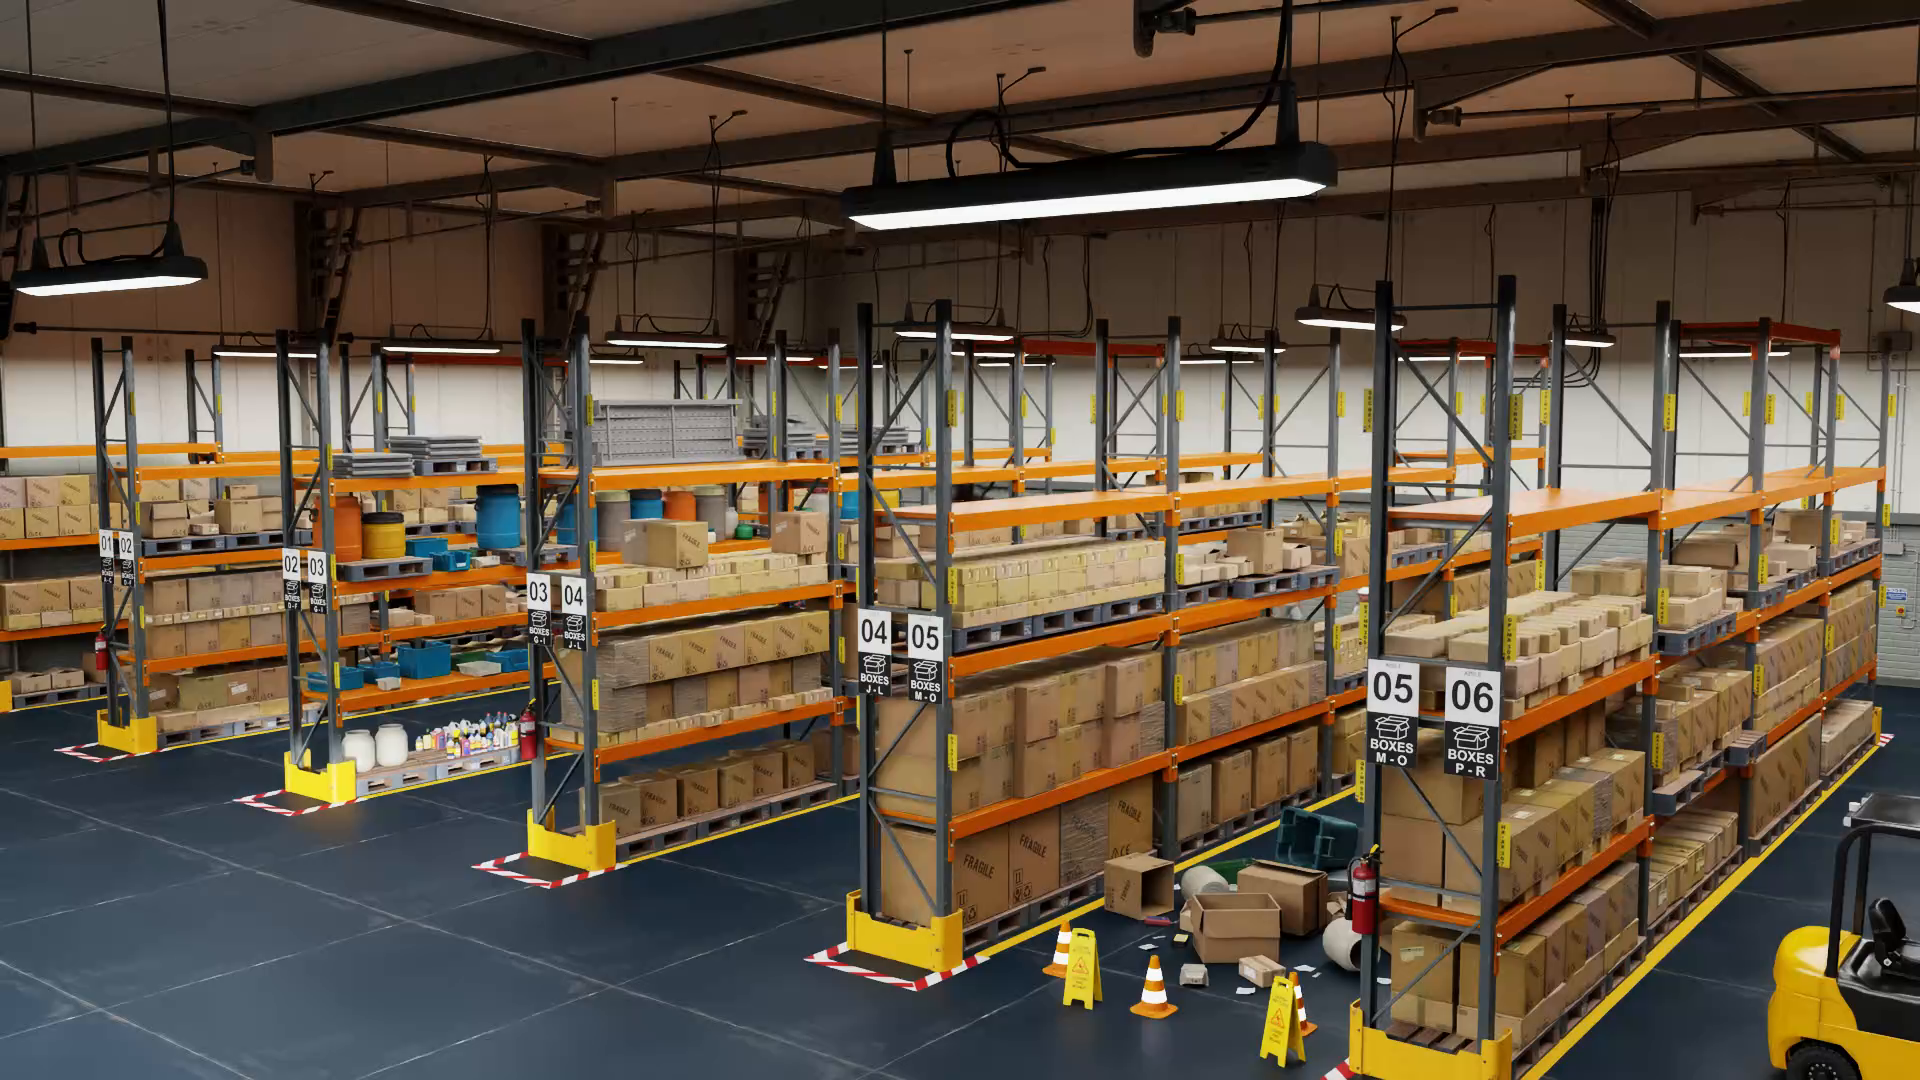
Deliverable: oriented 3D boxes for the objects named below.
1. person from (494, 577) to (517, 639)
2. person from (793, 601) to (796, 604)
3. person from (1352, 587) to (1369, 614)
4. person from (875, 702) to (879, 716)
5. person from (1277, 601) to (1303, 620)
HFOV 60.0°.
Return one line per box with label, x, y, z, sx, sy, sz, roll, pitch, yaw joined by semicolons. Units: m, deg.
person;-8.921;1.488;32.407;0.571;1.735;0.476;-1;5;-11
person;-4.227;0.865;40.217;0.477;1.613;0.577;-5;7;-44
person;7.103;1.715;29.505;0.394;1.791;0.725;0;5;-3
person;-1.158;1.854;24.895;0.446;1.700;0.568;1;5;13
person;6.806;1.310;34.414;0.645;1.720;1.006;-3;6;-34
